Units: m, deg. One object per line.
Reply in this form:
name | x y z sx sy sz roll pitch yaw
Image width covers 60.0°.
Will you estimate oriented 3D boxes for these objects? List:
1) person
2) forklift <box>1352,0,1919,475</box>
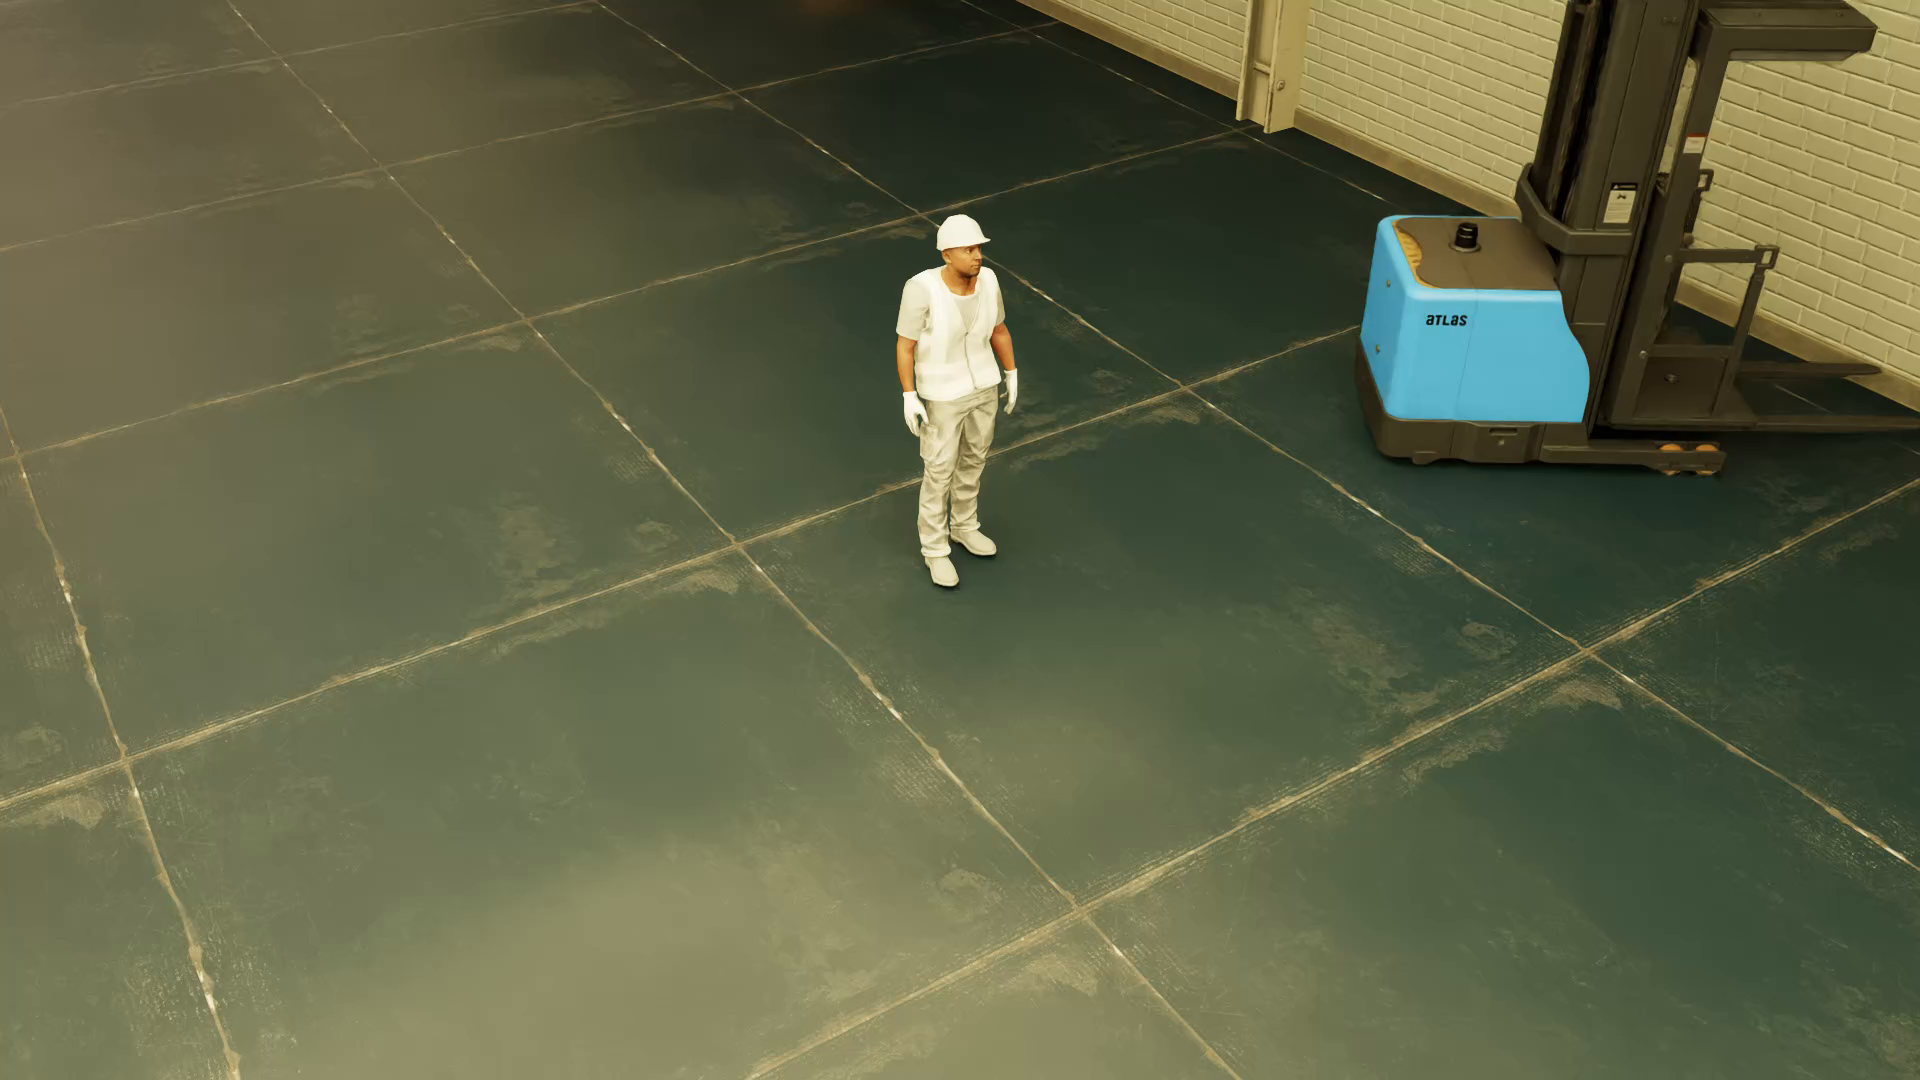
person | 0.031 -0.698 8.127 0.656 1.782 0.577 -21 40 -27
forklift | 3.860 -1.871 8.810 3.031 2.935 1.130 1 35 2
